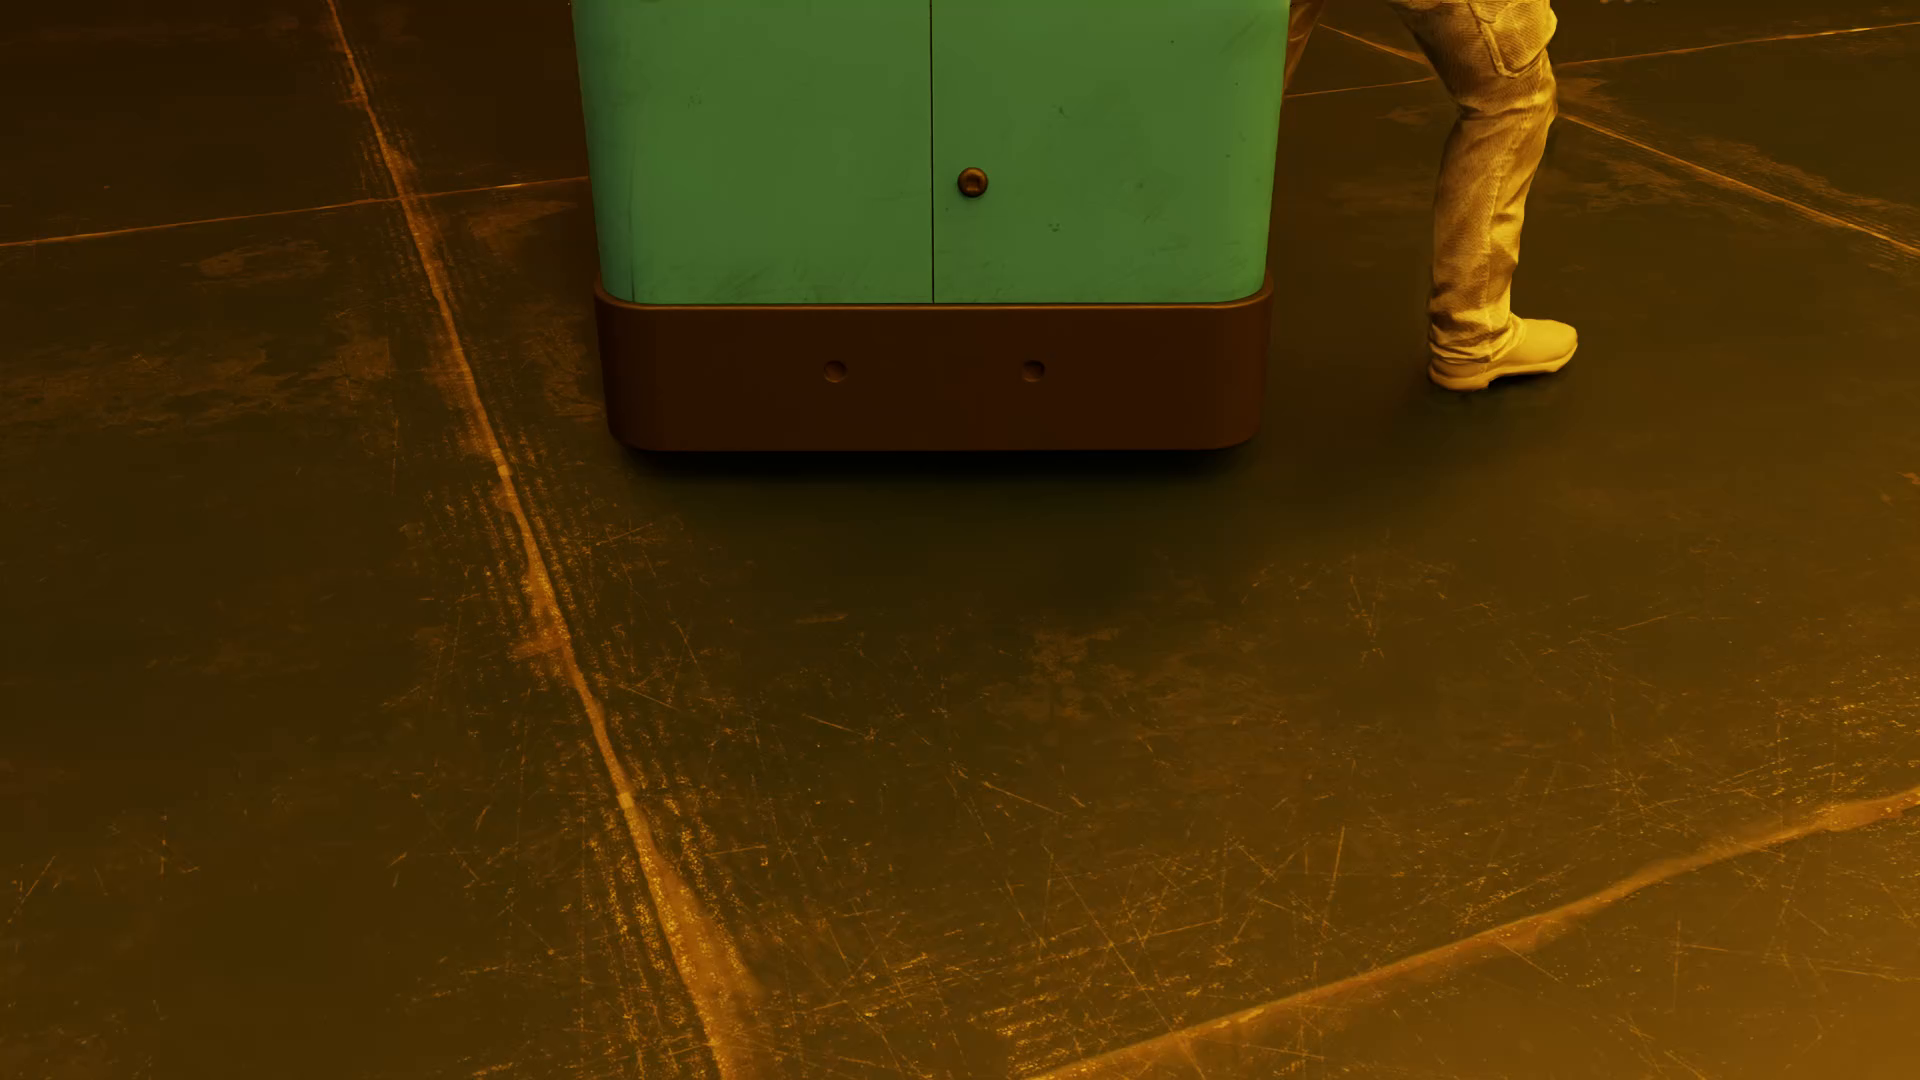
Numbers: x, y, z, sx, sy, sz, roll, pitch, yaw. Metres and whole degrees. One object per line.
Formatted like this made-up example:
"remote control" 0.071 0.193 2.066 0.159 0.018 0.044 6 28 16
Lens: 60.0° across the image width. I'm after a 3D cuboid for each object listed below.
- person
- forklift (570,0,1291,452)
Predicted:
"person" 0.711 -1.028 2.595 0.807 1.726 0.850 23 37 35
"forklift" -0.050 -2.099 3.223 1.130 2.935 3.031 0 30 0
